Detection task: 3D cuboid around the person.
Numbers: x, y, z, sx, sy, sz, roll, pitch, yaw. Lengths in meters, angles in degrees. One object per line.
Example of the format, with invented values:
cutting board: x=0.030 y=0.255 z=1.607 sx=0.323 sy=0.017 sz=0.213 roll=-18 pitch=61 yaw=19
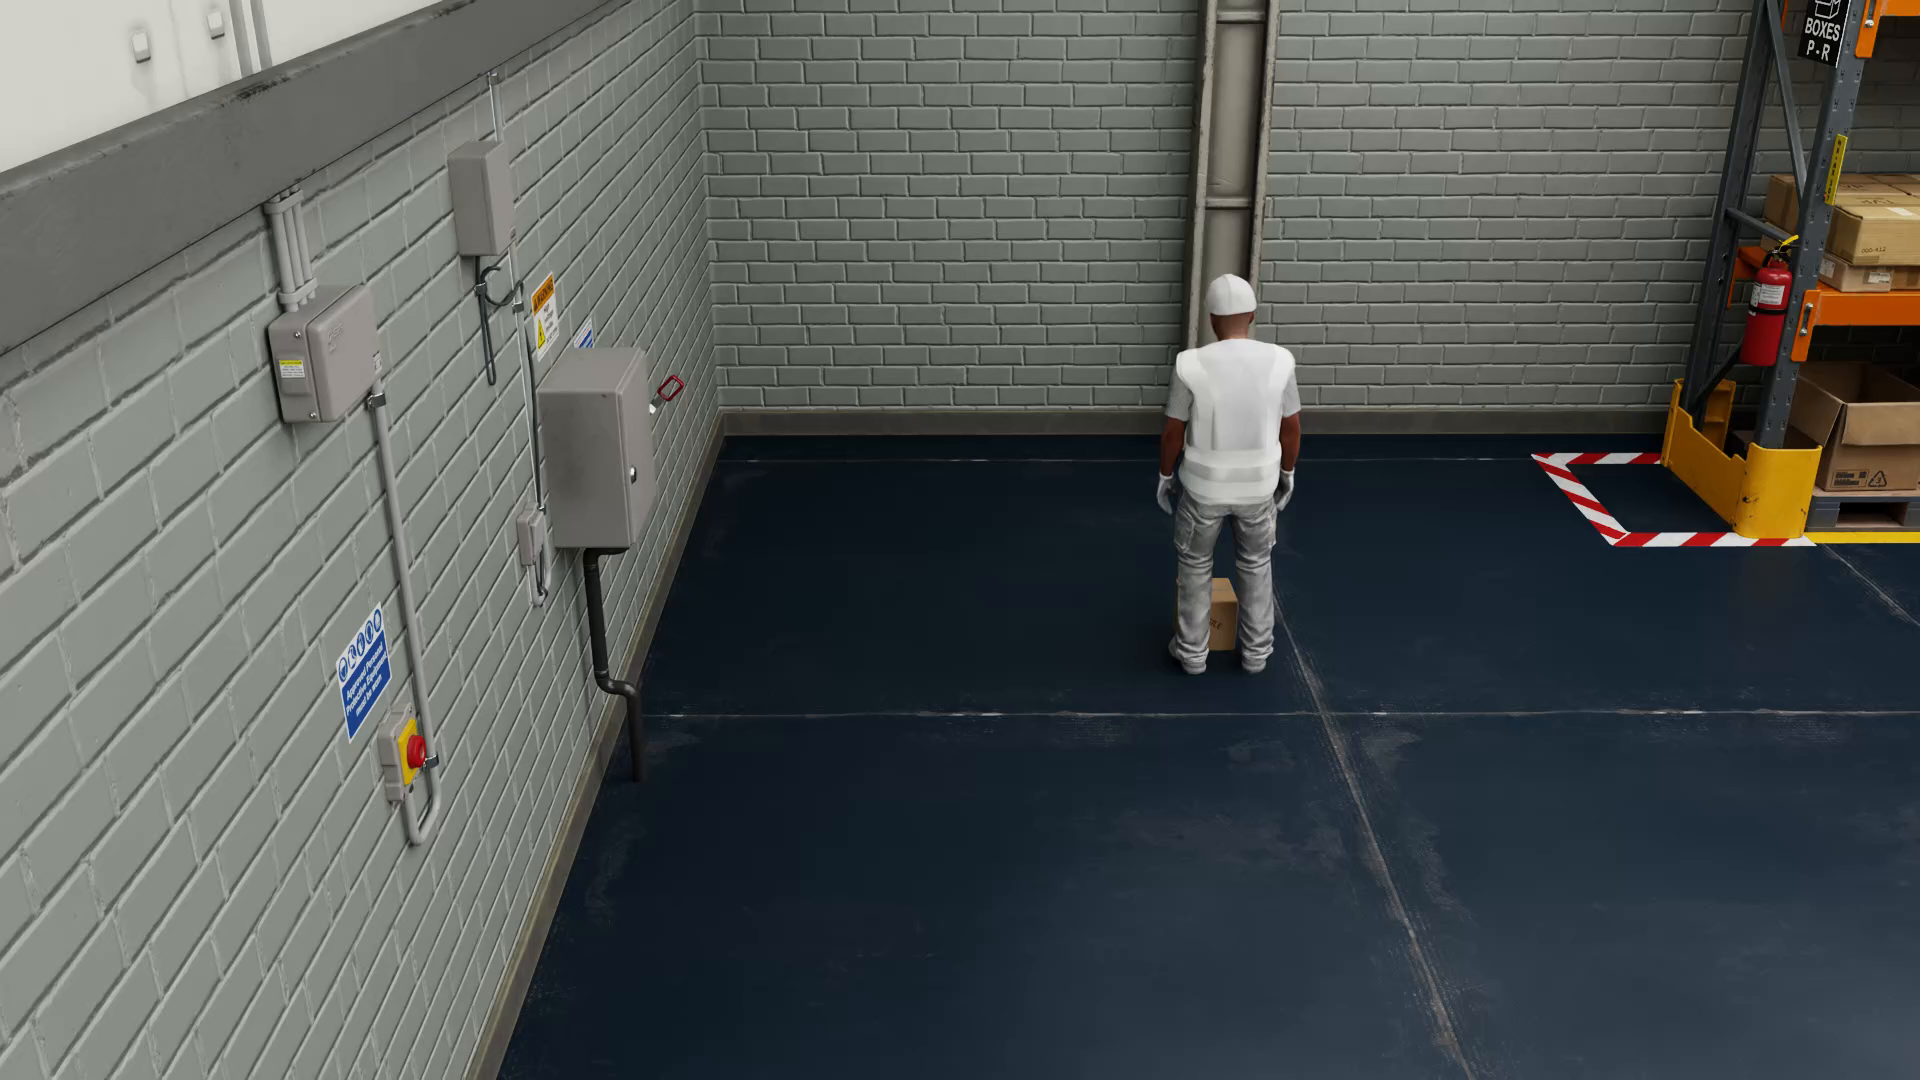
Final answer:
person: x=1.148 y=-0.258 z=7.170 sx=0.606 sy=1.773 sz=0.447 roll=-1 pitch=24 yaw=-3
